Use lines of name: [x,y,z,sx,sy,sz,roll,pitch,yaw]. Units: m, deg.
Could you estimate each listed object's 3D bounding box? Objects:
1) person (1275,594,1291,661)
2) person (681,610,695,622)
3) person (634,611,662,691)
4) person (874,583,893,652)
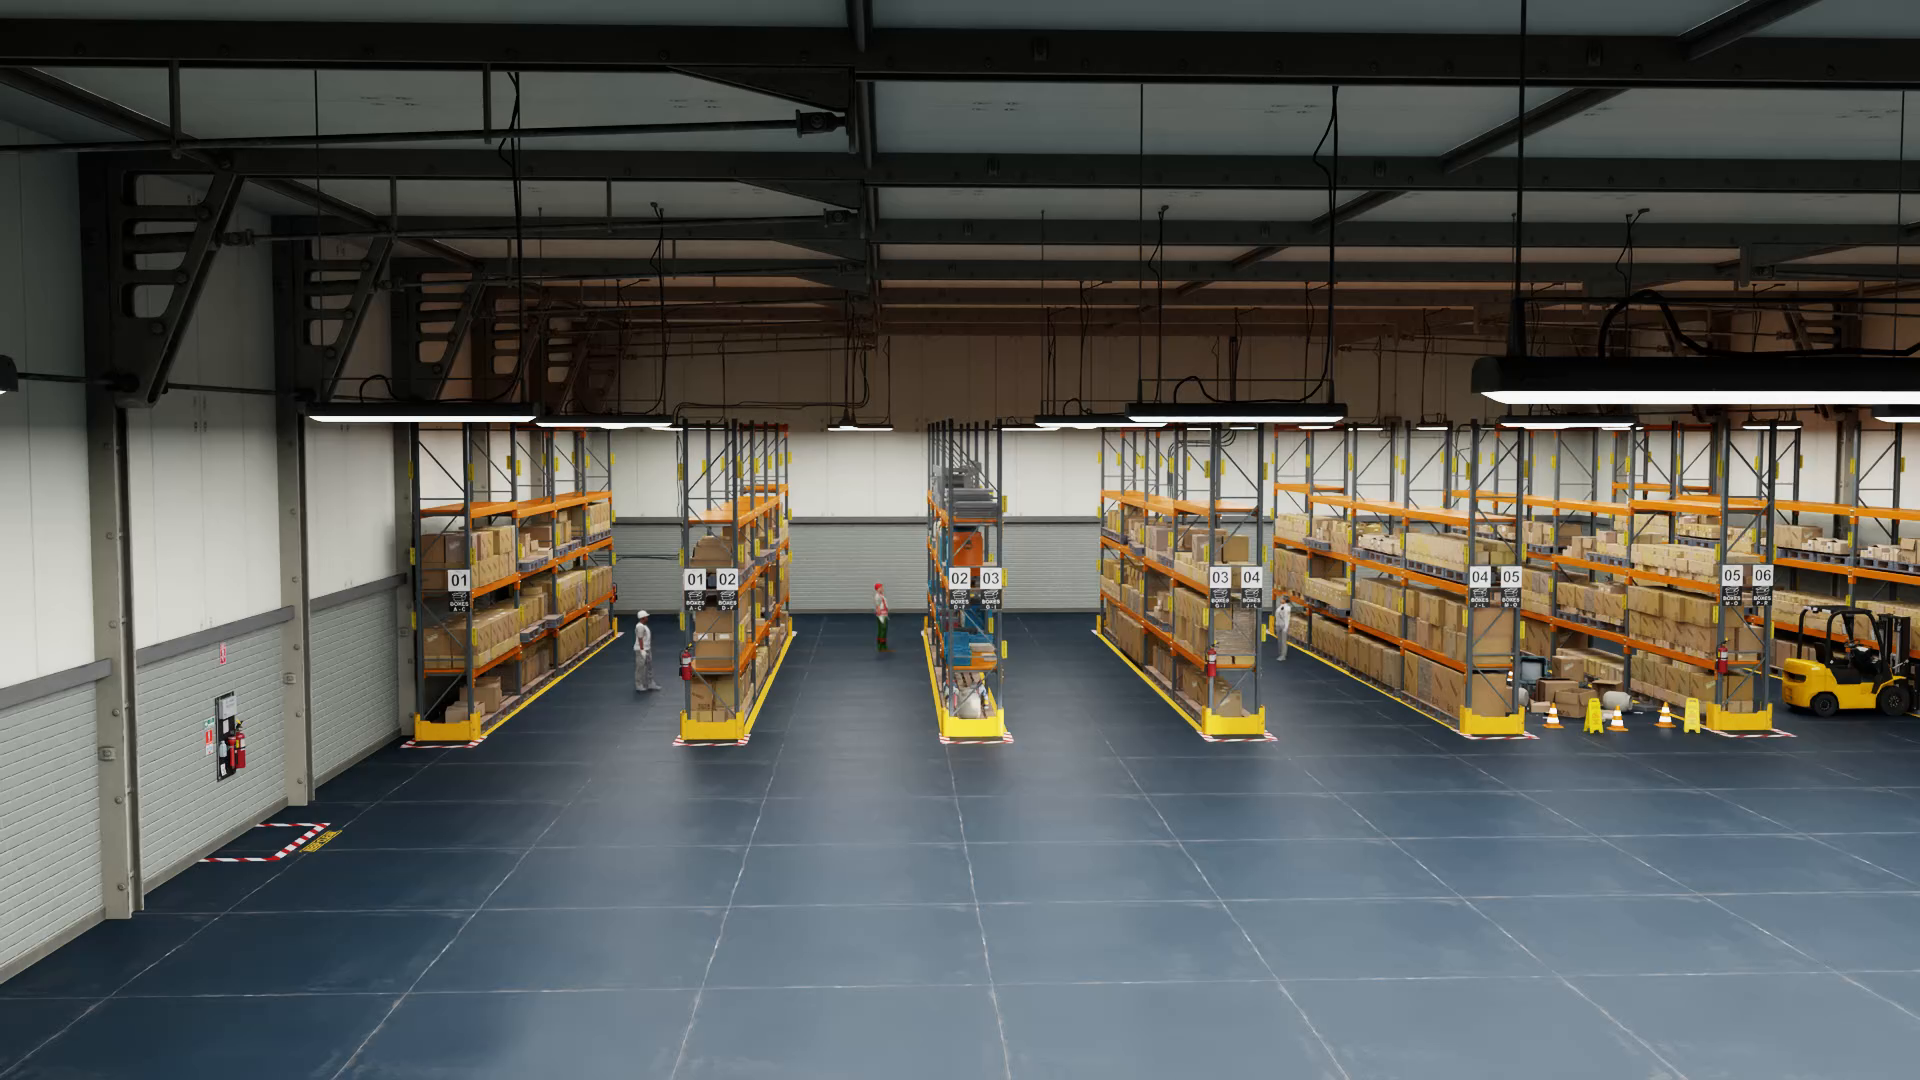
person: [8.119,2.195,42.046,0.538,1.684,0.483,-3,5,-36]
person: [-8.116,1.603,50.444,0.617,1.757,0.568,2,4,34]
person: [-6.995,2.465,37.072,0.538,1.792,0.627,1,4,10]
person: [-1.986,2.016,43.312,0.497,1.780,0.591,0,4,-1]
